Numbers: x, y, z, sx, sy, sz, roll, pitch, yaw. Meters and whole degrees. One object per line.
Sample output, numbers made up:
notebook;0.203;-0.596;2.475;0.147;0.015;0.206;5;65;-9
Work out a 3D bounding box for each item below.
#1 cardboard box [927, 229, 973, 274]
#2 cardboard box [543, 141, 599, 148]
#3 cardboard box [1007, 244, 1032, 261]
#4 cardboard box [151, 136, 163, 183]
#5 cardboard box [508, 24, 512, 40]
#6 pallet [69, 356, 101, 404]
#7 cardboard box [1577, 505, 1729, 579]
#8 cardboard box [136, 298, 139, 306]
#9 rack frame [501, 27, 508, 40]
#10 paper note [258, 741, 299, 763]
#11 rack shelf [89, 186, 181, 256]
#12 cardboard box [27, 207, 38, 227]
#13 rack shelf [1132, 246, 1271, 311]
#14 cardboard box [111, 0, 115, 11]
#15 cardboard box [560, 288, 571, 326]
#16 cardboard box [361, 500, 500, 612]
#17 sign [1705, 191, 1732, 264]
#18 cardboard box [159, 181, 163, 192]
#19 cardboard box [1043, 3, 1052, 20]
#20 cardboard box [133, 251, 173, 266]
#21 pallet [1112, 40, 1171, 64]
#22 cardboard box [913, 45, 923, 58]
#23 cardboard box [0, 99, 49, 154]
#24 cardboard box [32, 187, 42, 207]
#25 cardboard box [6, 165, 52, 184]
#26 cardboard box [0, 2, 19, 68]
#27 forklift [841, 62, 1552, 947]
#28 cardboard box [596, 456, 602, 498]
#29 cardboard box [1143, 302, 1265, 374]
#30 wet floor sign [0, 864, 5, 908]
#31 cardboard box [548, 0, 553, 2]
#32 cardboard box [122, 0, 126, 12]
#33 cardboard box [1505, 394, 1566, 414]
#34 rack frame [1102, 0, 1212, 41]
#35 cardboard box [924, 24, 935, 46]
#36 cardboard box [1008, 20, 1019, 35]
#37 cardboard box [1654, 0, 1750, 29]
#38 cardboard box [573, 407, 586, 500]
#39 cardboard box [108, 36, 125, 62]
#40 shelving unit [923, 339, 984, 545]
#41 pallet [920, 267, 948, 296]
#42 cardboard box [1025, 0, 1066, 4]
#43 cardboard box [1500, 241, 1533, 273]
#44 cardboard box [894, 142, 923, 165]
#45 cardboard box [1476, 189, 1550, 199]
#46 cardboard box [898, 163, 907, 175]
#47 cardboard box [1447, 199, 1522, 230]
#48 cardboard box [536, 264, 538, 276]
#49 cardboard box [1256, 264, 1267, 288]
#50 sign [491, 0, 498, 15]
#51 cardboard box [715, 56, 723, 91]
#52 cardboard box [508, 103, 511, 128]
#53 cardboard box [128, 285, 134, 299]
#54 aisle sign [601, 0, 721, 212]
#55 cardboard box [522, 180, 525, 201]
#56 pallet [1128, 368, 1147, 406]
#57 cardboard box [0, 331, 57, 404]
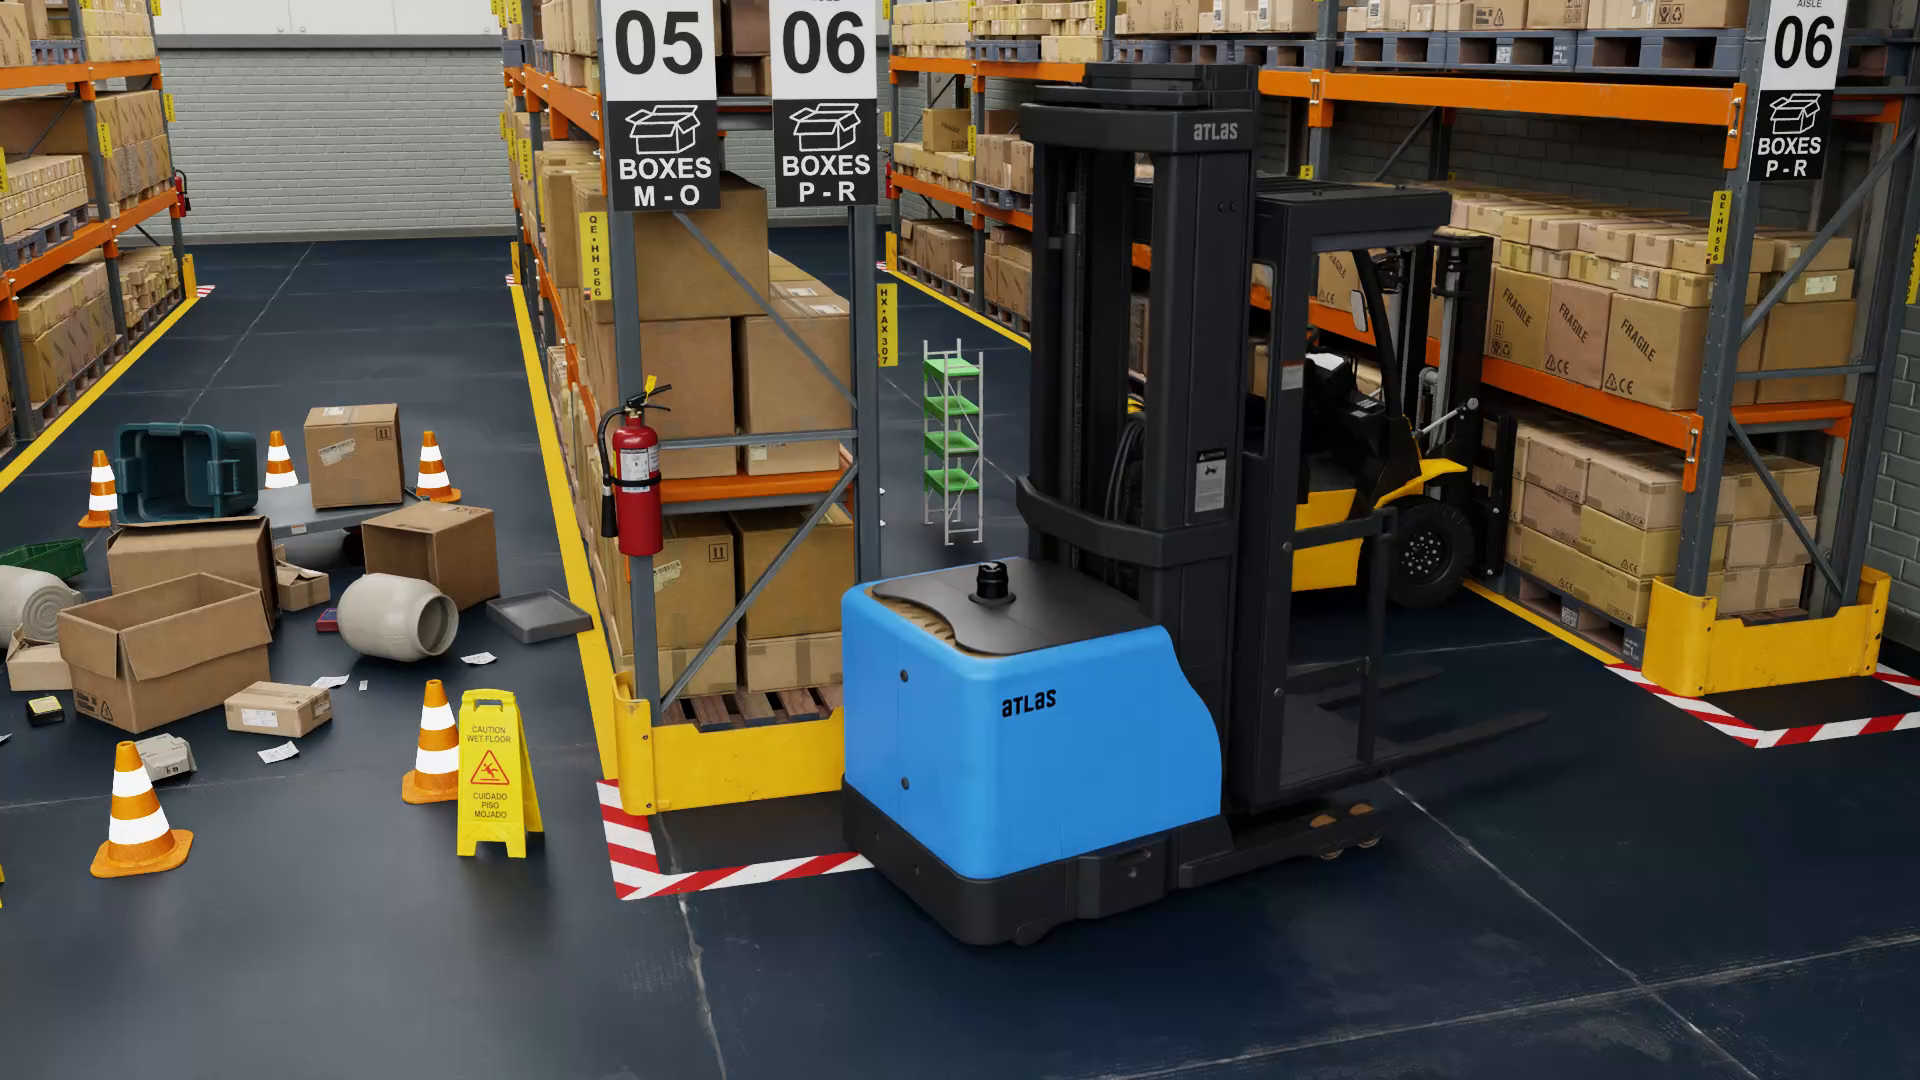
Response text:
cardboard box;-0.119;-3.641;20.974;0.500;0.500;0.500;-4;17;-14
cardboard box;-2.004;-2.025;9.550;0.700;0.500;0.500;-5;17;-16
cardboard box;0.731;-3.155;18.228;0.380;0.149;0.250;-6;18;-18
cardboard box;-9.439;-4.338;18.989;0.500;0.500;0.500;-5;17;-16
cardboard box;-4.104;-4.856;15.865;0.380;0.166;0.250;-6;18;-19
pallet;-8.293;-1.399;14.744;1.003;0.211;1.213;-5;17;-15
cardboard box;3.520;-0.015;8.469;0.500;0.250;0.500;-5;17;-16
cardboard box;-9.055;-2.526;17.873;0.380;0.149;0.250;-5;18;-18
rack frame;-5.214;-7.687;20.401;1.000;3.000;0.127;-5;17;-15
paper note;-2.991;0.930;7.304;0.148;0.019;0.142;-12;20;-34
rack shelf;-9.397;-3.497;18.130;1.077;0.370;4.000;-5;17;-15
cardboard box;-7.976;-2.699;13.930;0.380;0.149;0.250;-4;17;-13
rack shelf;2.305;-2.097;13.469;1.077;0.370;4.000;-5;17;-15
cardboard box;-9.094;-5.622;17.437;0.380;0.149;0.250;-5;17;-17
cardboard box;-2.064;-1.541;9.678;0.500;0.500;0.500;-5;17;-15
cardboard box;-2.931;0.105;9.228;0.500;0.500;0.500;7;18;23
sign;3.429;-1.411;7.509;0.100;0.325;0.005;-5;17;-15
cardboard box;-9.553;-4.135;19.439;0.380;0.149;0.250;-5;17;-15
cardboard box;1.020;-5.123;16.130;0.380;0.149;0.250;-5;17;-15
cardboard box;-9.350;-3.253;19.260;0.380;0.149;0.250;-5;17;-16
pallet;2.028;-4.160;14.201;1.213;0.211;1.003;-4;17;-13
cardboard box;-0.379;-6.125;20.852;0.380;0.149;0.250;-5;17;-15
cardboard box;-9.236;-4.066;16.345;0.500;0.500;0.500;-5;18;-17
cardboard box;-8.043;-2.911;14.117;0.380;0.149;0.250;-5;17;-16
cardboard box;-8.191;-3.198;14.556;0.380;0.149;0.250;-6;18;-18
cardboard box;-7.793;-3.983;13.110;0.500;0.500;0.500;-5;17;-15
forklift;1.079;-0.300;6.356;3.031;2.935;1.130;-10;19;-29
cardboard box;-1.520;-0.309;7.886;0.380;0.149;0.250;-4;17;-14
cardboard box;2.101;-1.705;14.310;0.875;0.625;0.625;-4;17;-13
wet floor sign;-3.637;1.010;5.967;0.267;0.644;0.232;-8;18;-25
cardboard box;-1.934;-2.862;8.601;0.380;0.149;0.250;-5;17;-16
cardboard box;-9.339;-5.835;18.147;0.380;0.149;0.250;-5;17;-17
cardboard box;3.602;-0.712;9.920;0.500;0.250;0.500;-5;17;-16
rack frame;1.756;-5.868;14.344;1.000;3.000;0.127;-5;17;-15
cardboard box;-0.131;-6.147;20.233;0.500;0.250;0.500;-5;17;-16
cardboard box;0.700;-5.199;16.864;0.380;0.149;0.250;-4;17;-14
cardboard box;3.598;-2.618;7.663;0.500;0.500;0.500;-4;17;-13
cardboard box;-2.014;-0.553;9.826;0.500;0.500;0.500;-4;17;-13
cardboard box;-8.991;-5.085;17.214;0.500;0.250;0.500;-4;17;-13
shelving unit;-0.046;-0.620;10.432;0.258;1.200;0.503;-5;17;-15
pallet;0.130;-3.293;21.050;1.003;0.211;1.213;-5;17;-15
cardboard box;0.911;-5.857;17.819;0.396;0.266;0.258;-5;17;-15
cardboard box;3.213;-1.567;9.153;0.380;0.149;0.250;-5;17;-15
cardboard box;-0.577;-5.131;22.064;0.500;0.250;0.500;-5;17;-15
cardboard box;3.477;-2.116;10.462;0.380;0.149;0.250;-5;17;-16
cardboard box;-0.616;-4.974;22.235;0.380;0.149;0.250;-5;17;-16
cardboard box;3.087;-1.927;9.836;0.380;0.149;0.250;-5;17;-15
cardboard box;-4.937;-3.613;20.990;0.875;0.438;0.875;-5;18;-17
cardboard box;2.465;-1.935;11.940;0.500;0.250;0.500;-4;17;-14
sign;-5.750;-6.665;20.555;0.100;0.325;0.005;-5;17;-15
cardboard box;-0.886;-2.030;7.218;0.380;0.149;0.250;-5;17;-16
cardboard box;-5.059;-4.901;19.643;0.500;0.500;0.500;-5;17;-16
cardboard box;-8.968;-2.594;17.583;0.380;0.149;0.250;-6;18;-18
aisle sign;-1.079;-1.593;6.023;0.394;0.787;0.004;-5;17;-15
cardboard box;-3.841;-3.308;15.641;0.500;0.250;0.500;-5;17;-17
pallet;1.944;-1.428;14.840;1.003;0.211;1.213;-5;17;-15
cardboard box;-7.697;-1.401;13.519;0.500;0.500;0.500;-5;18;-18
